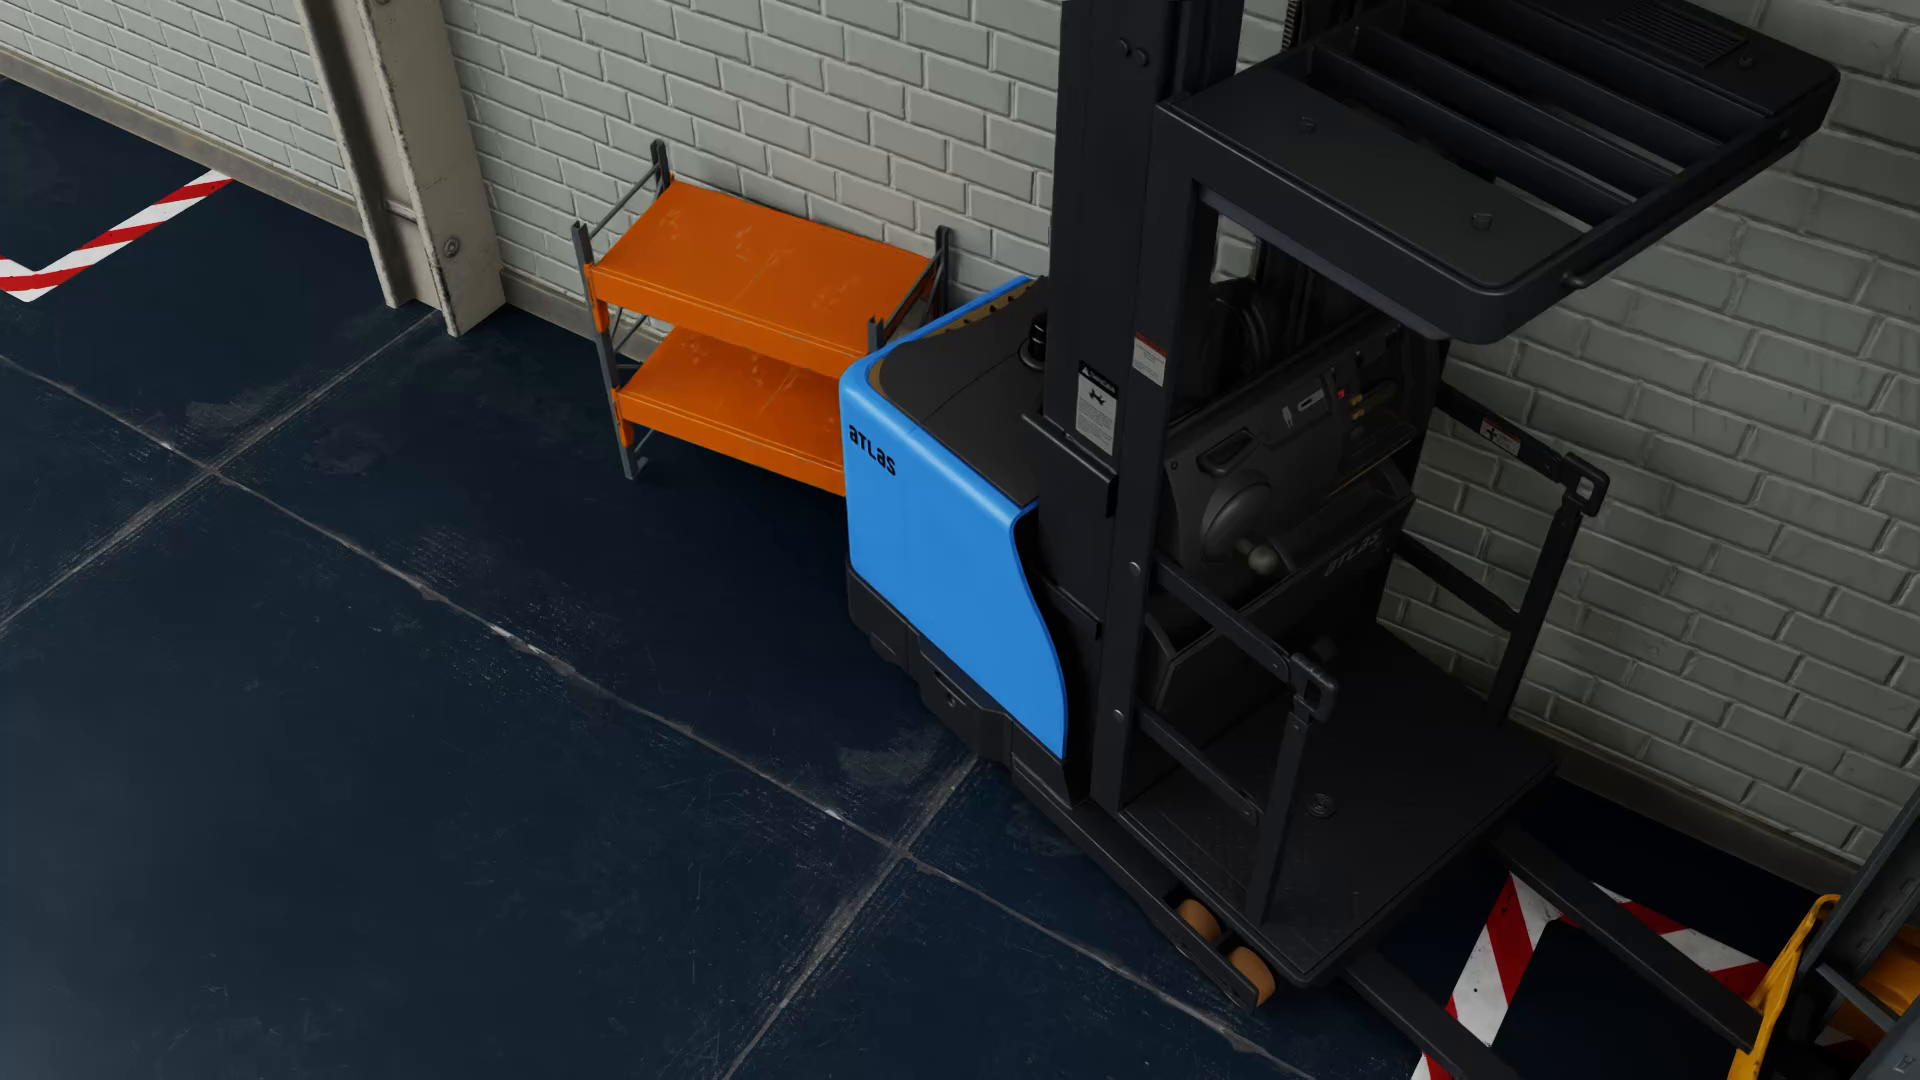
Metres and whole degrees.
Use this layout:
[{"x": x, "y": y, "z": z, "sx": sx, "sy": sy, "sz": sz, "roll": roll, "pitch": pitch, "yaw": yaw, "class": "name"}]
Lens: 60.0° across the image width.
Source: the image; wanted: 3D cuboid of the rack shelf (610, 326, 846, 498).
[{"x": -0.612, "y": -0.433, "z": 5.693, "sx": 1.000, "sy": 0.278, "sz": 0.538, "roll": 20, "pitch": 52, "yaw": 16, "class": "rack shelf"}]

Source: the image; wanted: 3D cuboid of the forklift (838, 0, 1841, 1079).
[{"x": 0.971, "y": -0.169, "z": 3.870, "sx": 1.130, "sy": 2.935, "sz": 3.031, "roll": -31, "pitch": 53, "yaw": -27, "class": "forklift"}]

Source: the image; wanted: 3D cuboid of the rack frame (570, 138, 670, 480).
[{"x": -1.073, "y": -0.755, "z": 5.646, "sx": 0.032, "sy": 1.125, "sz": 0.500, "roll": 20, "pitch": 52, "yaw": 16, "class": "rack frame"}]

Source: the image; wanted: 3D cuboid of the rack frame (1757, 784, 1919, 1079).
[{"x": 1.941, "y": 0.566, "z": 3.108, "sx": 0.127, "sy": 3.000, "sz": 1.000, "roll": 25, "pitch": 51, "yaw": 22, "class": "rack frame"}]

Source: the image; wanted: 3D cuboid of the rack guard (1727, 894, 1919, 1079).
[{"x": 2.005, "y": 1.467, "z": 3.976, "sx": 0.348, "sy": 0.500, "sz": 1.175, "roll": 25, "pitch": 51, "yaw": 22, "class": "rack guard"}]

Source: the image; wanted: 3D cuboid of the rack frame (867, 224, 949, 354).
[{"x": -0.151, "y": -0.428, "z": 5.369, "sx": 0.032, "sy": 1.125, "sz": 0.500, "roll": 20, "pitch": 52, "yaw": 16, "class": "rack frame"}]

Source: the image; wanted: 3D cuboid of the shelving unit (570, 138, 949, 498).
[{"x": -0.612, "y": -0.592, "z": 5.508, "sx": 1.048, "sy": 1.125, "sz": 0.538, "roll": 20, "pitch": 52, "yaw": 16, "class": "shelving unit"}]

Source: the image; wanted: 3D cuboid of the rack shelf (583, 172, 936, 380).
[{"x": -0.611, "y": -0.782, "z": 5.285, "sx": 1.000, "sy": 0.278, "sz": 0.538, "roll": 20, "pitch": 52, "yaw": 16, "class": "rack shelf"}]

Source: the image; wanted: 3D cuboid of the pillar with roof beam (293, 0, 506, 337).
[{"x": -4.378, "y": -1.500, "z": 0.933, "sx": 0.400, "sy": 9.000, "sz": 9.100, "roll": 25, "pitch": 51, "yaw": 22, "class": "pillar with roof beam"}]
